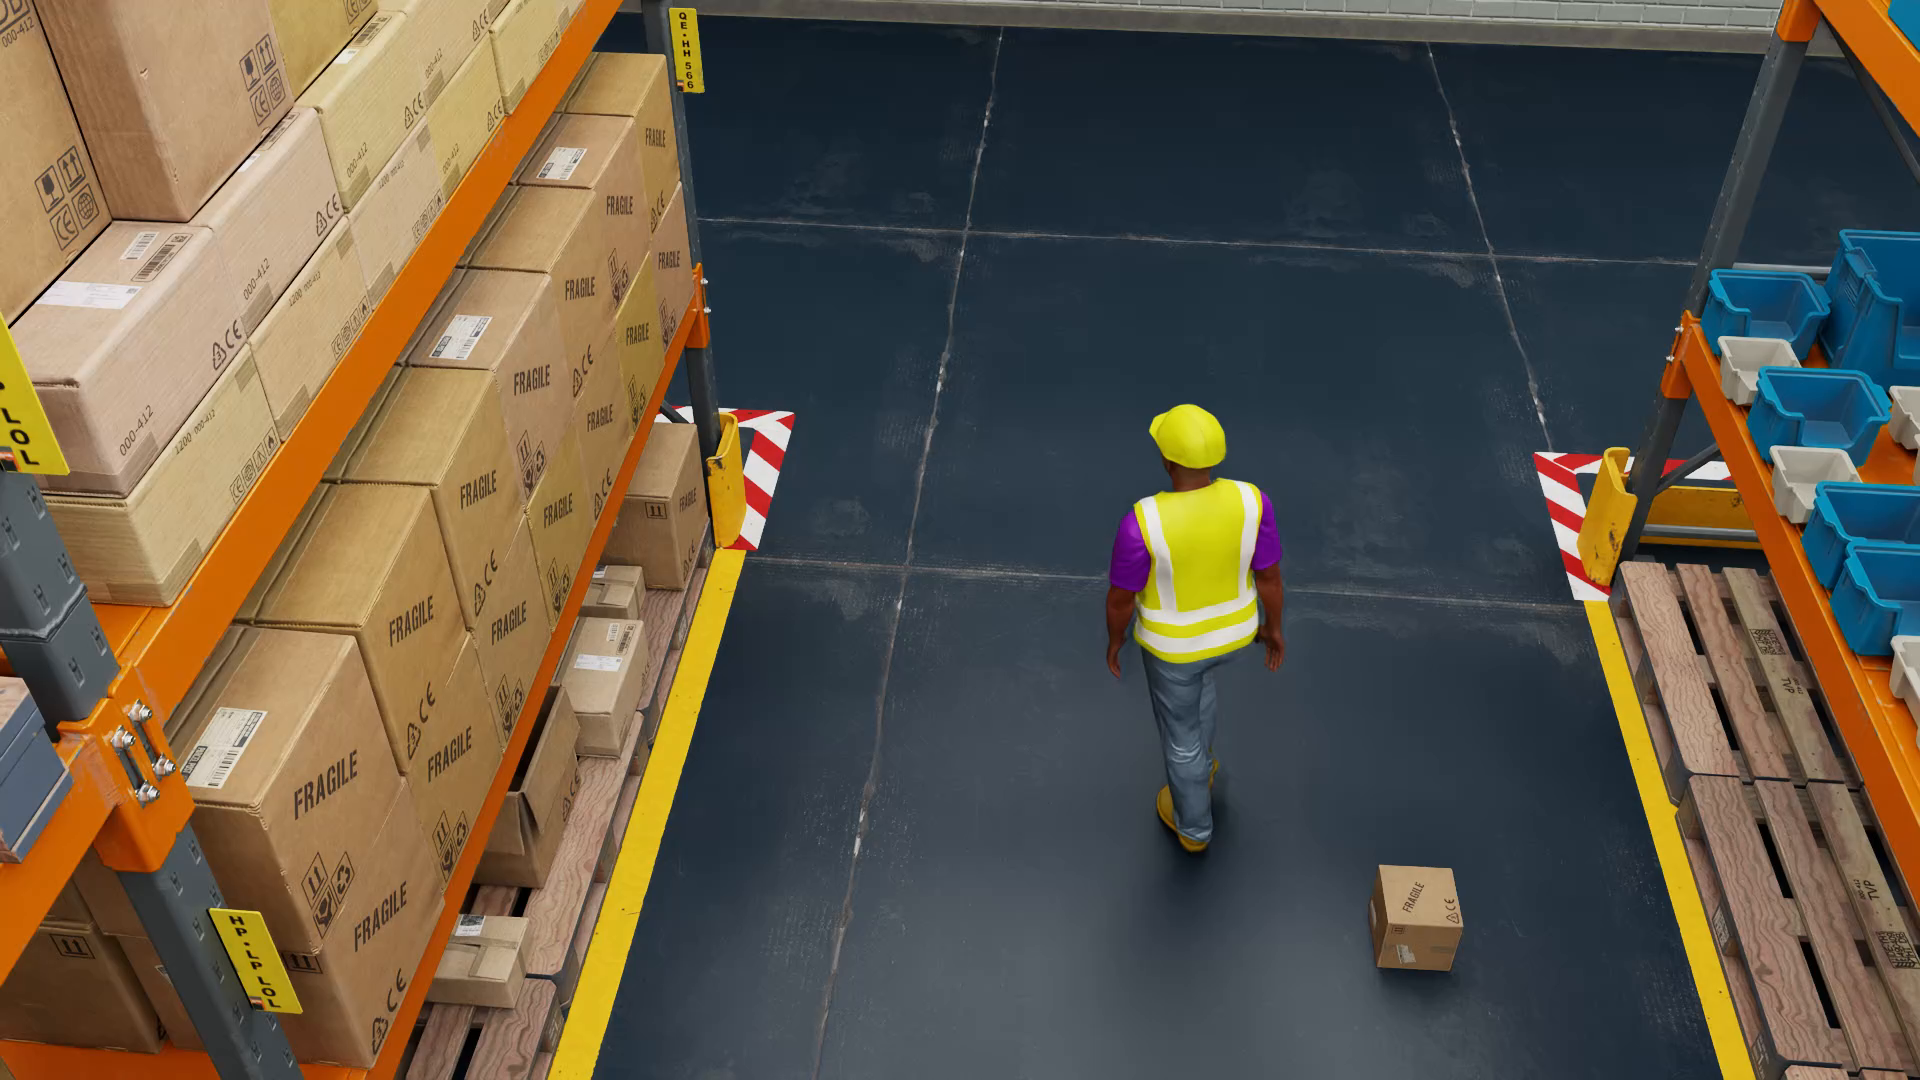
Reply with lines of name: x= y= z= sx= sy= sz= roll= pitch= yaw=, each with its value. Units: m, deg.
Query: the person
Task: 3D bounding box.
person: x=0.796 y=0.333 z=5.729 sx=0.607 sy=1.766 sz=0.553 roll=-13 pitch=42 yaw=-15
